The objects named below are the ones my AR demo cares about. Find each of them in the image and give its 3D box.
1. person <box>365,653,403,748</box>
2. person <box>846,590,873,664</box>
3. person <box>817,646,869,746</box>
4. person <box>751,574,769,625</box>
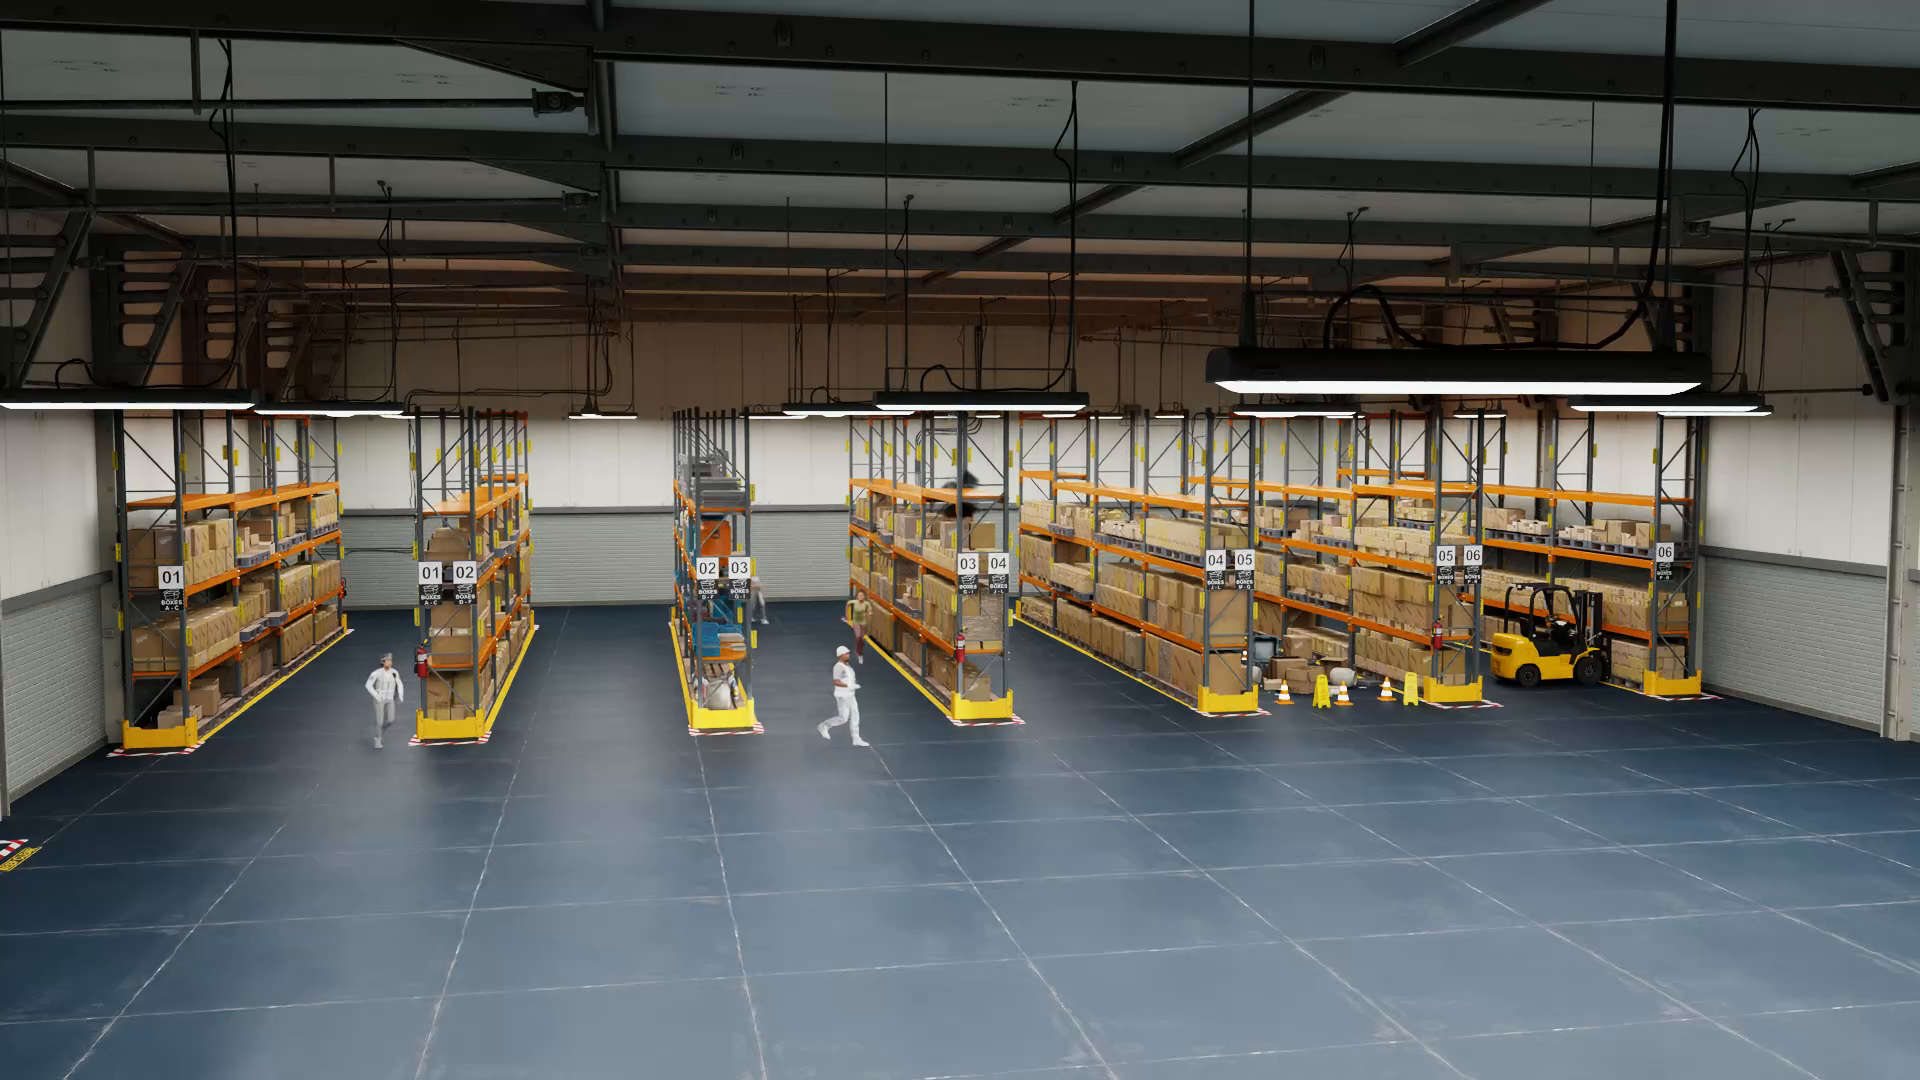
[{"bbox_3d":[-10.114,2.822,29.326,0.687,1.649,0.456,-3,5,-40],"label":"person"},{"bbox_3d":[-2.327,1.985,38.486,0.599,1.685,0.823,-1,4,-11],"label":"person"},{"bbox_3d":[-2.053,2.748,29.285,0.940,1.772,0.682,1,4,13],"label":"person"},{"bbox_3d":[-5.857,1.548,47.112,0.836,1.679,0.556,4,6,45],"label":"person"}]
